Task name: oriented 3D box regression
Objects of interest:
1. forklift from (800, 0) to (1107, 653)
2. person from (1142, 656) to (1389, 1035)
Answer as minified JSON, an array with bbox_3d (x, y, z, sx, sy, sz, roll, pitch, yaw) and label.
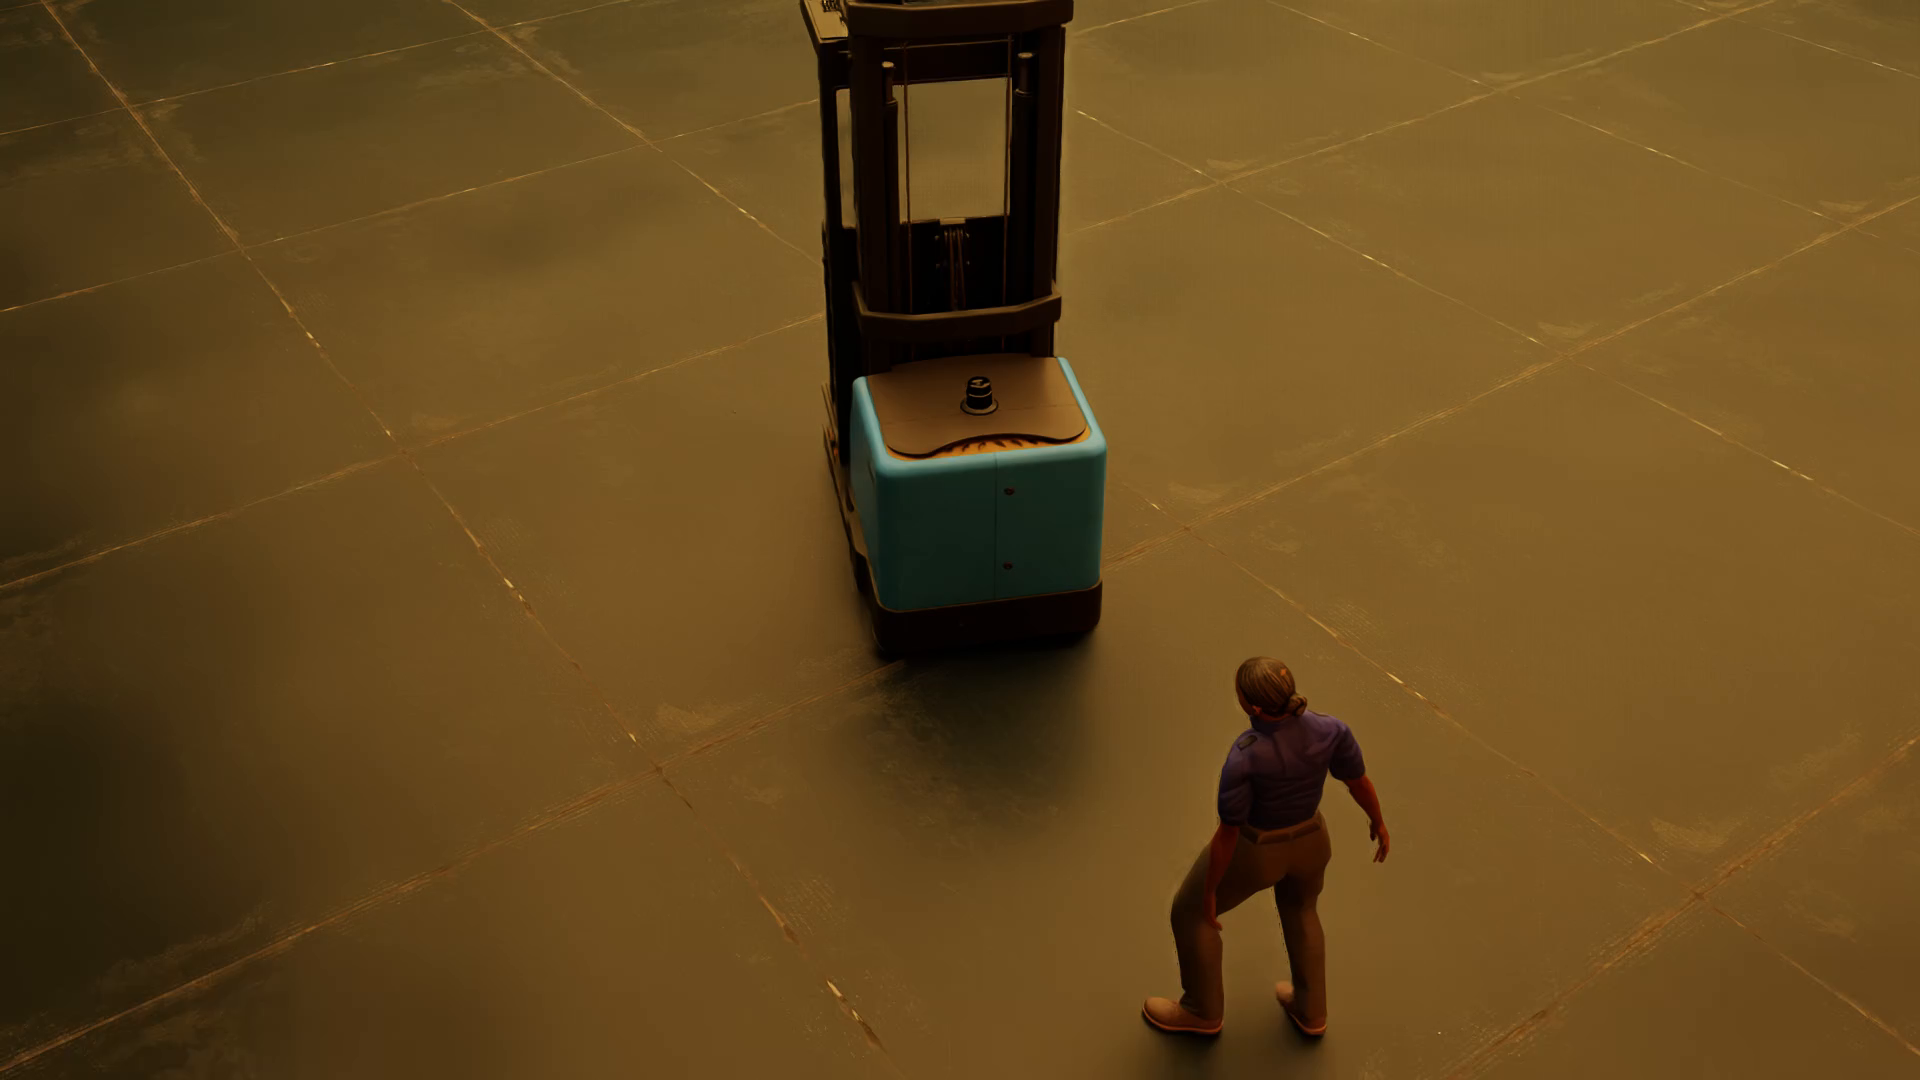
[{"bbox_3d":[-0.128,-1.536,8.022,1.130,2.935,3.031,-7,37,-9],"label":"forklift"},{"bbox_3d":[1.078,1.080,5.644,0.813,1.636,0.426,-11,38,-14],"label":"person"}]
